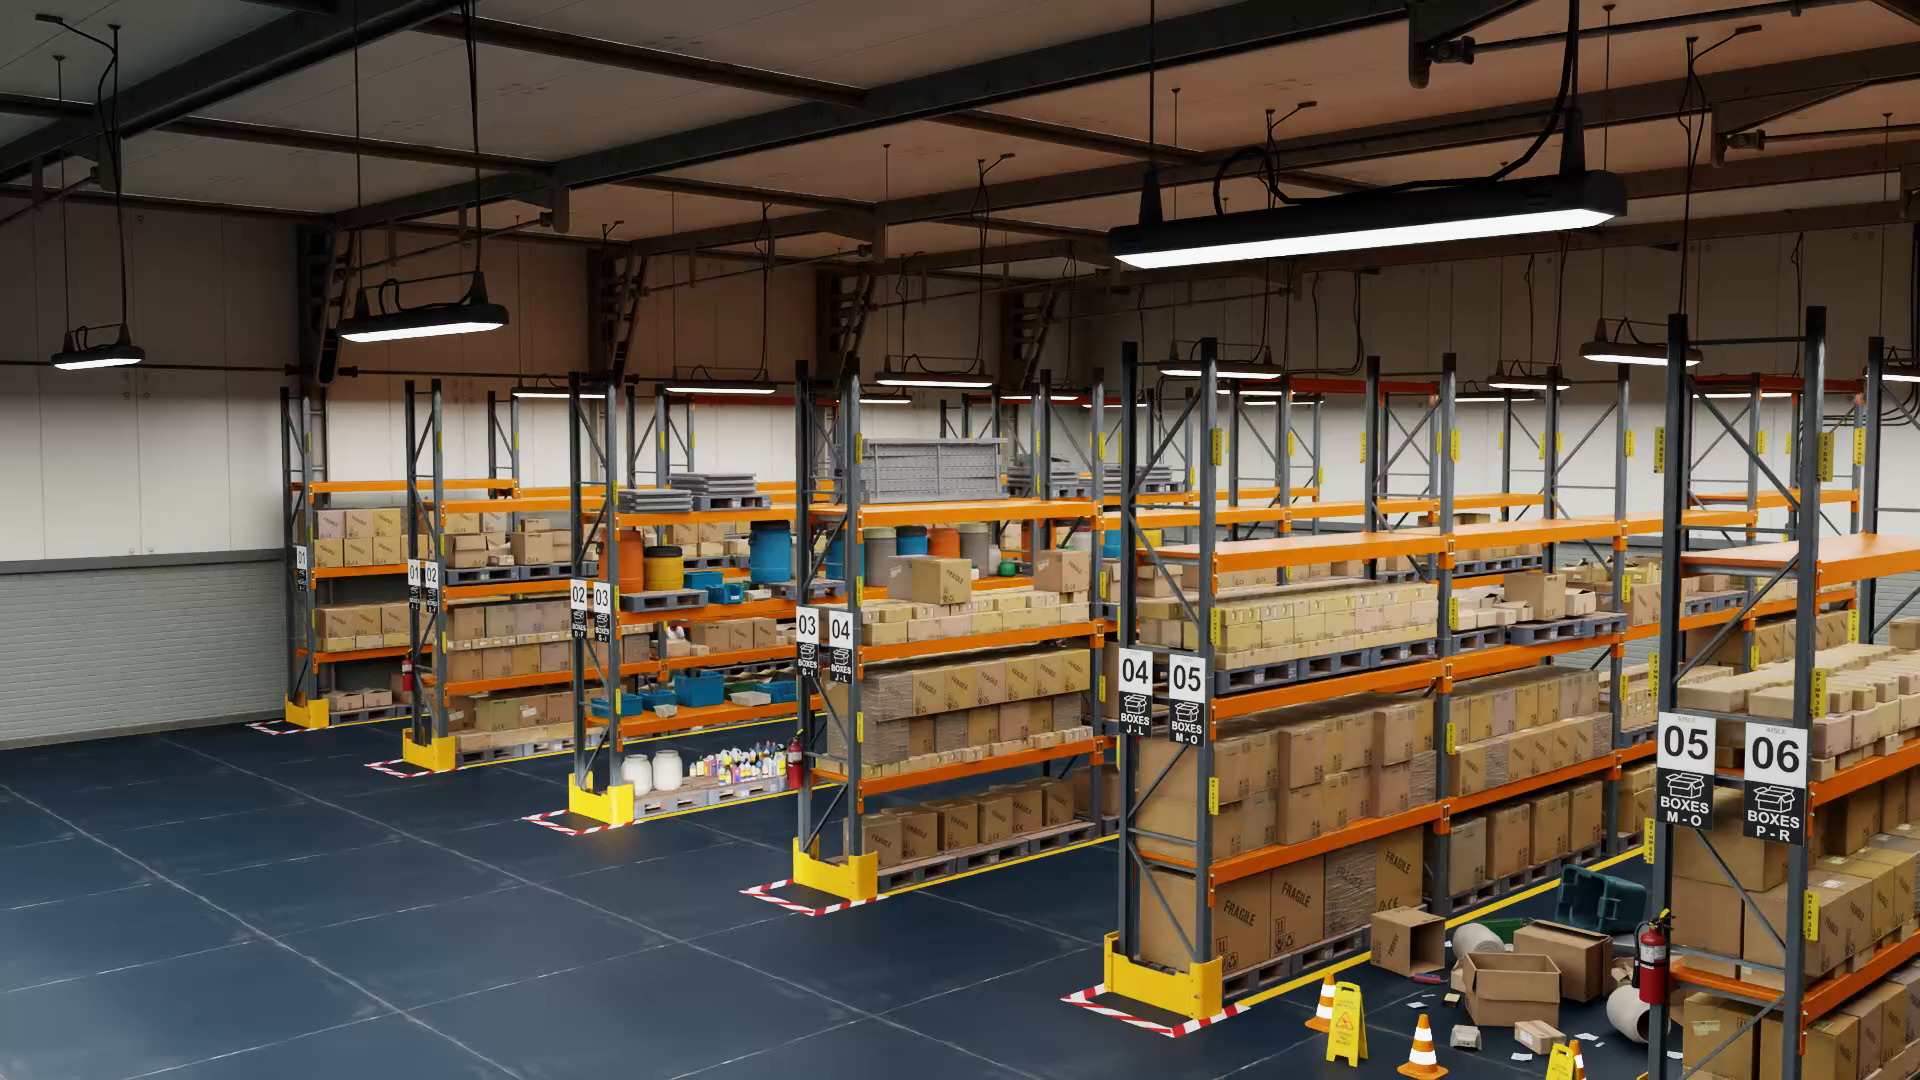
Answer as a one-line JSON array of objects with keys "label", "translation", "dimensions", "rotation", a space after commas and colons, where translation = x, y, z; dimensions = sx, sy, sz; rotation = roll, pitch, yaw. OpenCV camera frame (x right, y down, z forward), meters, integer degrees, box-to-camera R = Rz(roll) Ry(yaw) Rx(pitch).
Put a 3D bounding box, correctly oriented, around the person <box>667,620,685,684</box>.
[{"label": "person", "translation": [-5.409, 2.260, 31.408], "dimensions": [0.576, 1.798, 0.416], "rotation": [-3, 5, -42]}]
